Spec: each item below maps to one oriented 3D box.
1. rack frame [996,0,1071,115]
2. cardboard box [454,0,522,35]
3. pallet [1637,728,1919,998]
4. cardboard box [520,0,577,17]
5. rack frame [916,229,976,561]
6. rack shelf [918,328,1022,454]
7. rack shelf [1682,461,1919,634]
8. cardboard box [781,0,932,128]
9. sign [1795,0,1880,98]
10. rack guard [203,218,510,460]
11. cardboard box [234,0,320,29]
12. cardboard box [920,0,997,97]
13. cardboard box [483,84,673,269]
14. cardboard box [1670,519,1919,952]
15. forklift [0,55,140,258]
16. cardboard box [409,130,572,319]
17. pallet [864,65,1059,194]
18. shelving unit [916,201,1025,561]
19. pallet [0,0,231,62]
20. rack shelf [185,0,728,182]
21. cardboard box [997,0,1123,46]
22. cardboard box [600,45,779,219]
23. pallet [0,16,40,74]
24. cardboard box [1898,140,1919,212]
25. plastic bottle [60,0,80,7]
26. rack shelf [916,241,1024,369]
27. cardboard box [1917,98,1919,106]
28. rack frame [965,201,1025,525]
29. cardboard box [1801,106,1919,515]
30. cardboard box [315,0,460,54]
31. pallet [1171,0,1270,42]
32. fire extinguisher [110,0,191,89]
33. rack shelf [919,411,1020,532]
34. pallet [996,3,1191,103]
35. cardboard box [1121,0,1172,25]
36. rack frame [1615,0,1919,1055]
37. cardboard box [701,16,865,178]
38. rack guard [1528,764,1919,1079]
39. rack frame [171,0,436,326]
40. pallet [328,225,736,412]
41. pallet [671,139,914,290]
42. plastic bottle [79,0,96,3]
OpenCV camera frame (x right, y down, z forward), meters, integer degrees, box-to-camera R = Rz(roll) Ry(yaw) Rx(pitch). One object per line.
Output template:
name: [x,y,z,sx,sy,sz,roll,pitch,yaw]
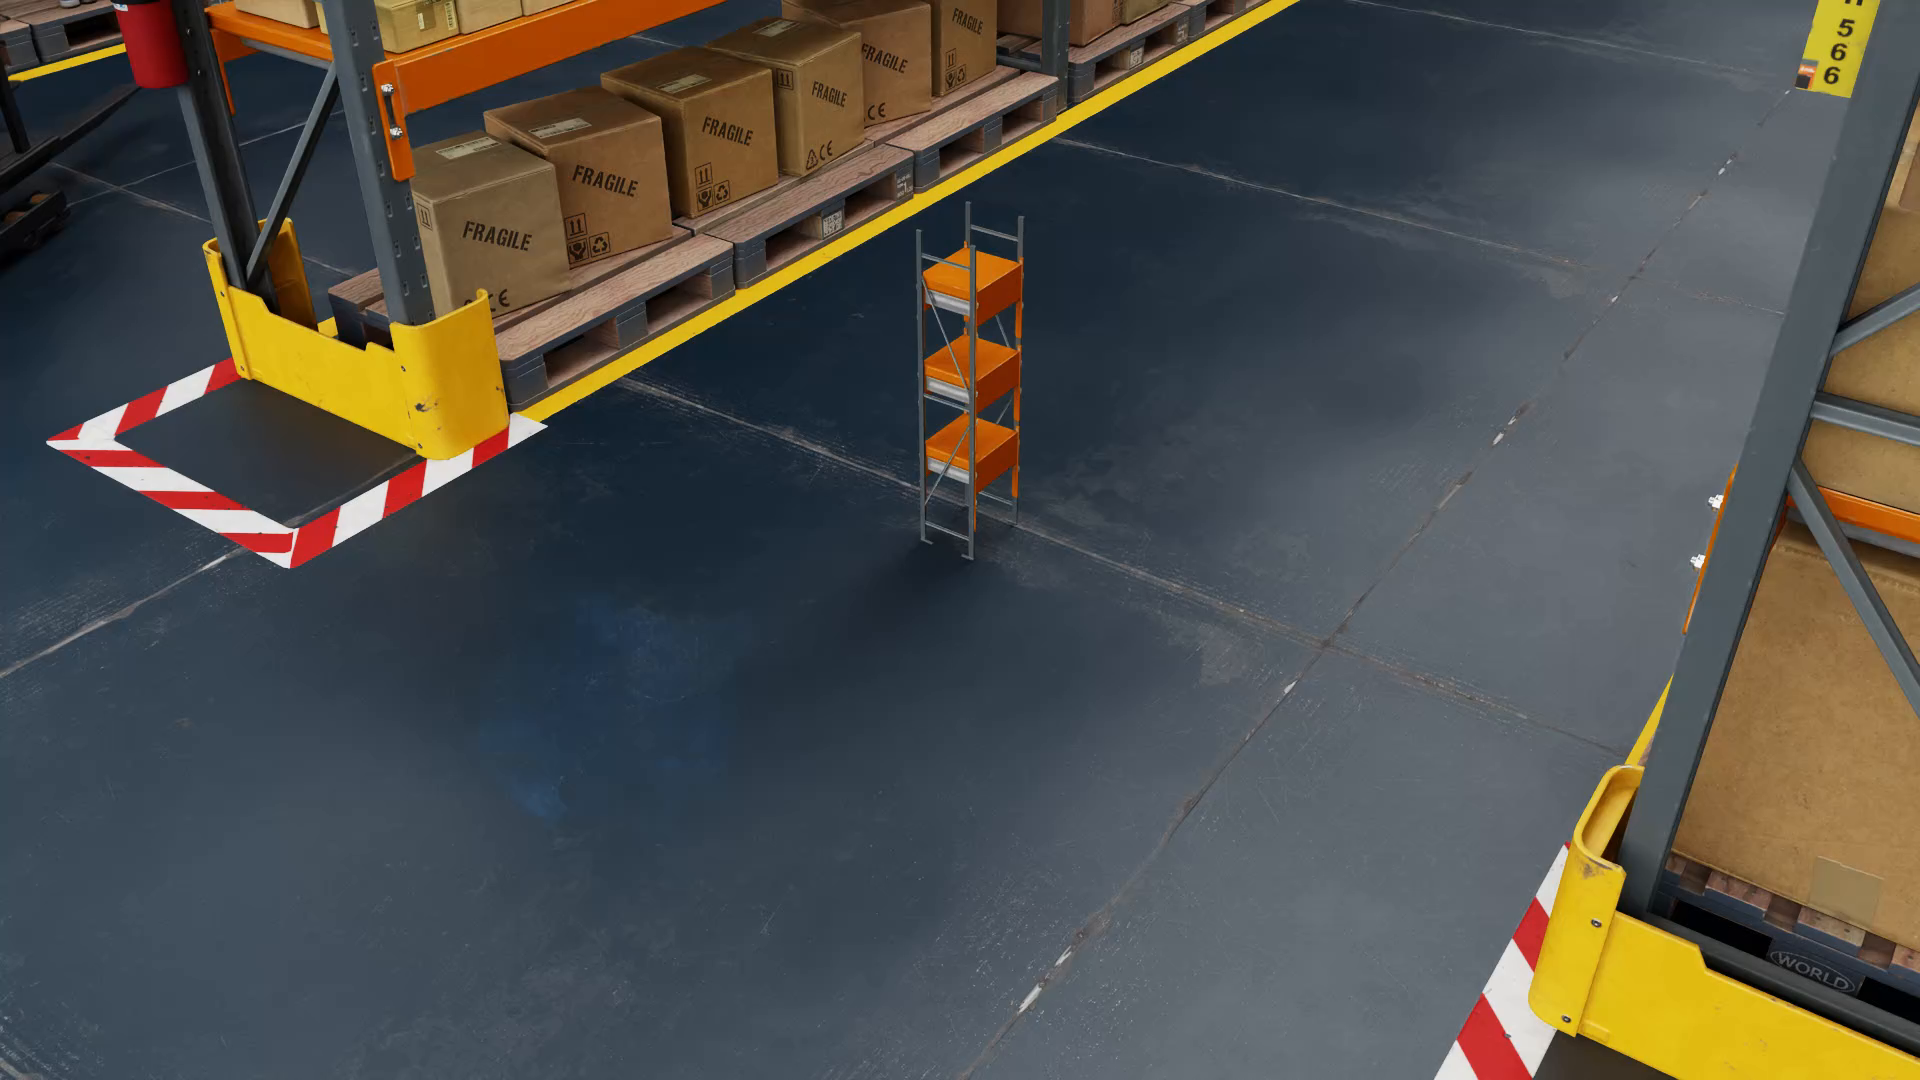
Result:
rack frame: [0.101,-3.570,7.851,1.000,3.000,0.127,21,39,28]
cardboard box: [-1.663,-1.789,5.442,0.380,0.149,0.250,21,39,28]
pallet: [2.229,0.664,4.080,1.003,0.211,1.213,21,39,28]
cardboard box: [-1.508,-1.899,5.605,0.380,0.149,0.250,21,39,28]
rack frame: [-0.039,-0.403,4.909,0.200,1.050,0.008,21,39,28]
rack shelf: [0.031,-0.451,4.998,0.215,0.259,0.240,21,39,28]
rack shelf: [2.978,-0.721,4.280,1.077,0.370,4.000,21,39,28]
cardboard box: [-0.480,-2.271,7.787,0.500,0.500,0.500,-23,40,-30]
sign: [1.399,-0.856,2.593,0.100,0.325,0.005,21,39,28]
rack guard: [-2.137,-0.729,5.881,1.175,0.500,0.348,21,39,28]
cardboard box: [-2.187,-1.822,5.491,0.380,0.149,0.250,21,39,28]
cardboard box: [-0.160,-2.537,8.180,0.500,0.500,0.500,20,39,27]
cardboard box: [-1.497,-1.436,6.552,0.500,0.500,0.500,-25,41,-32]
cardboard box: [2.170,0.275,3.688,0.875,0.875,0.875,21,40,28]
forklift: [-4.479,-2.437,6.237,1.130,2.935,3.031,3,34,4]
cardboard box: [-1.810,-1.150,6.129,0.500,0.500,0.500,-29,43,-35]
pallet: [-0.253,-2.094,8.159,1.003,0.211,1.213,21,39,28]
shelving unit: [0.031,-0.460,4.992,0.215,1.050,0.252,21,39,28]
pallet: [-5.080,-3.137,9.701,1.003,0.211,1.213,21,39,28]
rack shelf: [-1.039,-2.351,6.692,1.077,0.370,4.000,21,39,28]
cardboard box: [0.469,-2.992,8.836,0.700,0.500,0.500,18,38,25]
cardboard box: [-1.125,-1.718,6.969,0.500,0.500,0.500,25,42,32]
pallet: [-5.776,-2.578,8.874,1.003,0.211,1.213,21,39,28]
cardboard box: [2.081,-0.766,2.607,0.875,0.550,0.550,21,39,28]
plastic bottle: [-4.959,-3.098,9.196,0.097,0.271,0.097,0,34,0]
rack shelf: [0.031,-0.686,4.839,0.215,0.259,0.240,21,39,28]
cardboard box: [2.318,-1.049,3.025,0.875,0.550,0.550,21,39,28]
rack frame: [0.100,-0.516,5.075,0.200,1.050,0.008,21,39,28]
cardboard box: [2.012,-0.346,2.949,0.875,0.550,0.550,21,39,28]
cardboard box: [-1.821,-1.680,5.281,0.380,0.149,0.250,21,39,28]
pallet: [1.239,-3.337,9.996,1.003,0.211,1.213,21,39,28]
fire extinguisher: [-2.624,-1.791,5.290,0.296,0.674,0.183,21,39,28]
rack shelf: [0.031,-0.221,5.154,0.215,0.259,0.240,21,39,28]
pallet: [0.544,-2.773,9.163,1.003,0.211,1.213,21,39,28]
cardboard box: [0.756,-3.206,9.151,0.700,0.500,0.500,21,39,28]
rack frame: [1.837,-0.098,2.718,1.000,3.000,0.127,21,39,28]
cardboard box: [-0.770,-1.960,7.327,0.500,0.500,0.500,18,38,24]
rack guard: [1.824,0.948,3.401,1.175,0.500,0.348,21,39,28]
rack frame: [-2.180,-1.729,5.129,1.000,3.000,0.127,21,39,28]
pallet: [-1.644,-0.971,6.498,1.003,0.211,1.213,21,39,28]
pallet: [-0.948,-1.531,7.325,1.003,0.211,1.213,21,39,28]
plastic bottle: [-4.900,-3.117,9.286,0.097,0.201,0.097,0,34,0]
